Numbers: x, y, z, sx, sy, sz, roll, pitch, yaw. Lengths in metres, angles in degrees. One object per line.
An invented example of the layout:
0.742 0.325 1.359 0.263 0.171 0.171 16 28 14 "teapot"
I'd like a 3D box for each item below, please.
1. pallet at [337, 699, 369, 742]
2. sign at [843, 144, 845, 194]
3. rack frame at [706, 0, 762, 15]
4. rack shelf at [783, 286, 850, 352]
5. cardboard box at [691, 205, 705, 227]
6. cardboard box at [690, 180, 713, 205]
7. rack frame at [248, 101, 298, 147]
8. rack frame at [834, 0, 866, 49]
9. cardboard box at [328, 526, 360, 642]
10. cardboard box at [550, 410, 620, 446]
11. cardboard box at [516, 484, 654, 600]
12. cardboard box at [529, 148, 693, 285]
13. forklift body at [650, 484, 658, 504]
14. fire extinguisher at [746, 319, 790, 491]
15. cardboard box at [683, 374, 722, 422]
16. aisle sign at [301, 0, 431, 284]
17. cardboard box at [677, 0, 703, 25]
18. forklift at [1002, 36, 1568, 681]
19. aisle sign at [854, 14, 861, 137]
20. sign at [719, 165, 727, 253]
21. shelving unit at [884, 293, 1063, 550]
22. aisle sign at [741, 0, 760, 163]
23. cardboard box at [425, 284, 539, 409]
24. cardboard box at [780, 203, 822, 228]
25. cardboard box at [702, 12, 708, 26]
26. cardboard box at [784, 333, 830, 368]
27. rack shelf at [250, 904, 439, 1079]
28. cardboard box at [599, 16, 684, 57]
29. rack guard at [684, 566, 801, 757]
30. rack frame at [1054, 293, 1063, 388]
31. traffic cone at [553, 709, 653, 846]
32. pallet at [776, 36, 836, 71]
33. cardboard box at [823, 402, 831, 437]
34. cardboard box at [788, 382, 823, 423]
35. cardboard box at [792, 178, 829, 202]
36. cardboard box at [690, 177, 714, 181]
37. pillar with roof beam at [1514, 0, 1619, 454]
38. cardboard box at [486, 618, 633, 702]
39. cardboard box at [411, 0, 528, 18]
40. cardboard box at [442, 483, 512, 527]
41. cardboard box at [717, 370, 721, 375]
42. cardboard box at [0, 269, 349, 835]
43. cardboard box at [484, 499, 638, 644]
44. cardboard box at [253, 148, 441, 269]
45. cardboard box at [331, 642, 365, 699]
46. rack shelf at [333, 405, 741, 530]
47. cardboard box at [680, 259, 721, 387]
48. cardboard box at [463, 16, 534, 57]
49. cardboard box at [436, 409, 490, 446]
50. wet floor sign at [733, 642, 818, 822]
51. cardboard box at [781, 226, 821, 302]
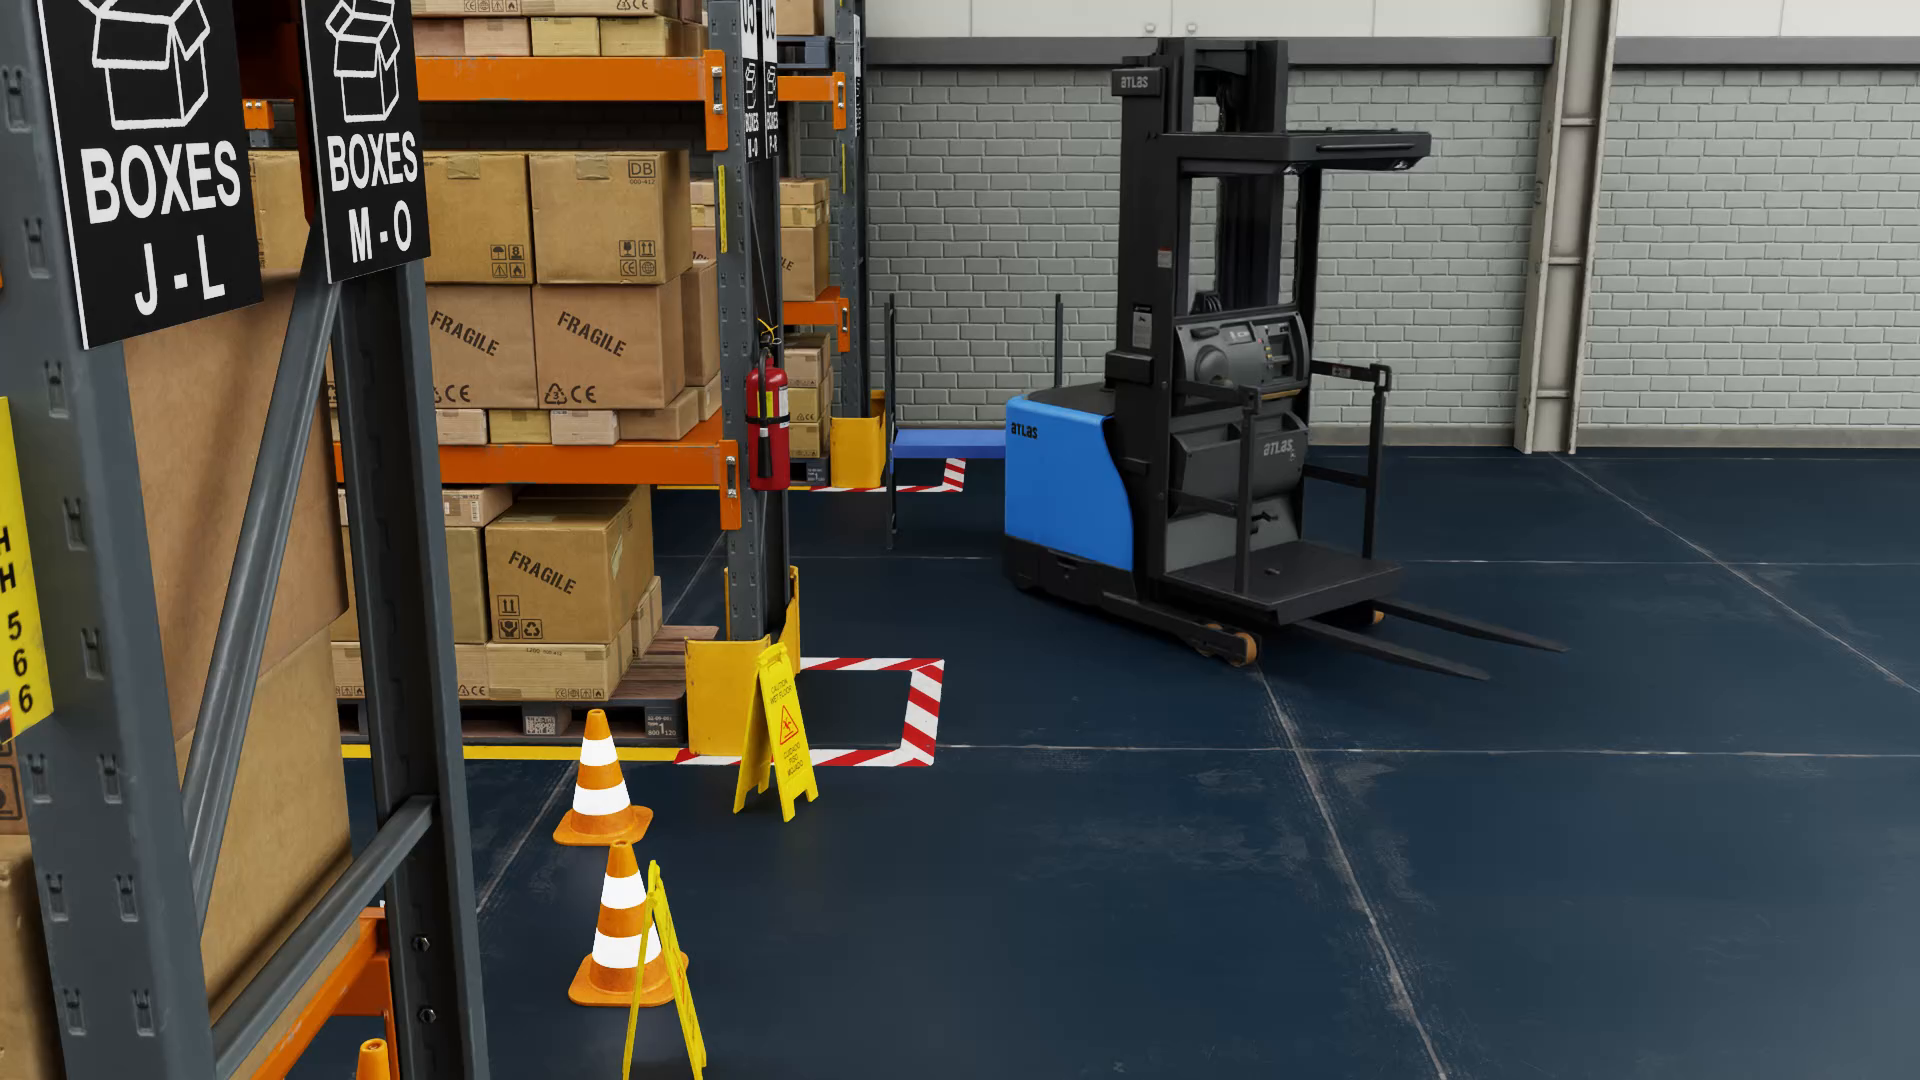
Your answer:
-2.980 0.627 7.550 1.213 0.211 1.003 0 15 1 "pallet"
-0.781 -2.500 11.201 0.005 0.325 0.100 0 15 1 "sign"
-0.876 -3.599 6.340 0.127 3.000 1.000 0 15 1 "rack frame"
-2.752 -1.629 12.044 4.000 0.370 1.077 0 15 1 "rack shelf"
-1.868 -2.272 11.605 0.250 0.149 0.380 0 15 1 "cardboard box"
-1.873 -2.427 11.609 0.250 0.149 0.380 0 15 2 "cardboard box"
-4.752 -1.990 12.002 0.127 3.000 1.000 0 15 1 "rack frame"
-0.753 -4.864 11.138 0.127 3.000 1.000 0 15 1 "rack frame"
-2.710 0.120 7.103 0.500 0.500 0.500 0 15 0 "cardboard box"
-1.511 -0.498 6.839 0.250 0.149 0.380 0 15 1 "cardboard box"
-1.699 -0.010 7.594 0.500 0.500 0.500 0 15 0 "cardboard box"
-1.392 -1.321 6.728 0.500 0.500 0.700 0 15 0 "cardboard box"
-2.695 -1.100 10.295 1.214 2.155 2.313 0 15 1 "forklift body"
-0.773 -0.542 6.667 0.183 0.674 0.296 0 15 1 "fire extinguisher"
-1.210 -0.631 7.346 0.250 0.149 0.380 0 15 2 "cardboard box"
-0.823 -0.768 2.274 0.004 0.787 0.394 0 15 1 "aisle sign"
-1.372 -2.291 6.973 0.500 0.250 0.500 0 15 0 "cardboard box"
1.558 -0.950 8.194 1.130 2.935 3.031 -12 19 -38 "forklift"
-0.695 -3.145 11.286 0.004 0.787 0.394 0 15 1 "aisle sign"
-0.910 -1.269 6.381 0.005 0.325 0.100 0 15 1 "sign"
0.085 -0.725 10.147 1.048 1.500 0.538 0 15 1 "shelving unit"
-0.821 -1.880 6.492 0.004 0.787 0.394 0 15 1 "aisle sign"
-1.926 -0.828 6.818 0.500 0.500 0.500 0 15 2 "cardboard box"
-1.107 -2.256 11.545 0.250 0.149 0.380 1 15 2 "cardboard box"
-1.589 -3.472 11.213 0.250 0.149 0.380 0 15 0 "cardboard box"
-1.228 -1.372 12.267 0.500 0.250 0.500 0 15 1 "cardboard box"
-2.901 0.900 2.459 4.000 0.370 1.077 0 15 1 "rack shelf"
-1.240 -1.958 6.493 0.250 0.149 0.380 0 15 2 "cardboard box"
-0.952 0.510 7.426 0.348 0.500 1.175 0 15 1 "rack guard"
0.593 -0.721 10.134 0.032 1.500 0.500 0 15 1 "rack frame"
-1.339 0.855 6.192 0.334 0.463 0.336 0 15 1 "traffic cone"
-1.459 -3.383 11.574 1.213 0.211 1.003 0 15 1 "pallet"
-1.239 -0.890 12.401 0.500 0.250 0.500 0 15 2 "cardboard box"
-1.247 -1.002 11.846 0.500 0.250 0.500 0 15 1 "cardboard box"
-1.083 -2.526 11.984 0.250 0.149 0.380 0 15 0 "cardboard box"
-1.855 -2.540 12.037 0.250 0.149 0.380 0 15 2 "cardboard box"
4.462 -3.962 7.717 0.400 9.000 9.100 0 15 1 "pillar with roof beam"
-1.715 0.492 7.163 0.500 0.250 0.500 0 15 1 "cardboard box"
-1.897 -2.161 6.482 0.500 0.250 0.500 0 15 1 "cardboard box"
-2.052 -0.172 6.936 0.250 0.149 0.380 1 15 3 "cardboard box"
-1.732 -1.246 11.789 0.500 0.250 0.500 1 15 2 "cardboard box"
-1.271 -0.042 2.208 0.550 0.550 0.875 0 15 1 "cardboard box"
-1.683 0.127 7.074 0.500 0.500 0.500 0 15 2 "cardboard box"
-2.410 -1.303 6.661 0.500 0.500 0.700 0 15 1 "cardboard box"
-2.732 0.485 7.190 0.500 0.250 0.500 0 15 -1 "cardboard box"
-2.875 -0.363 7.246 4.000 0.370 1.077 0 15 1 "rack shelf"
-1.342 -0.964 7.334 0.500 0.500 0.500 0 15 1 "cardboard box"
-1.754 -1.961 6.507 0.250 0.149 0.380 1 15 3 "cardboard box"
-2.025 -0.499 6.843 0.250 0.149 0.380 1 15 2 "cardboard box"
-0.713 0.715 6.366 0.232 0.644 0.267 6 16 21 "wet floor sign"
-1.251 -1.948 11.649 0.500 0.500 0.500 0 15 0 "cardboard box"
